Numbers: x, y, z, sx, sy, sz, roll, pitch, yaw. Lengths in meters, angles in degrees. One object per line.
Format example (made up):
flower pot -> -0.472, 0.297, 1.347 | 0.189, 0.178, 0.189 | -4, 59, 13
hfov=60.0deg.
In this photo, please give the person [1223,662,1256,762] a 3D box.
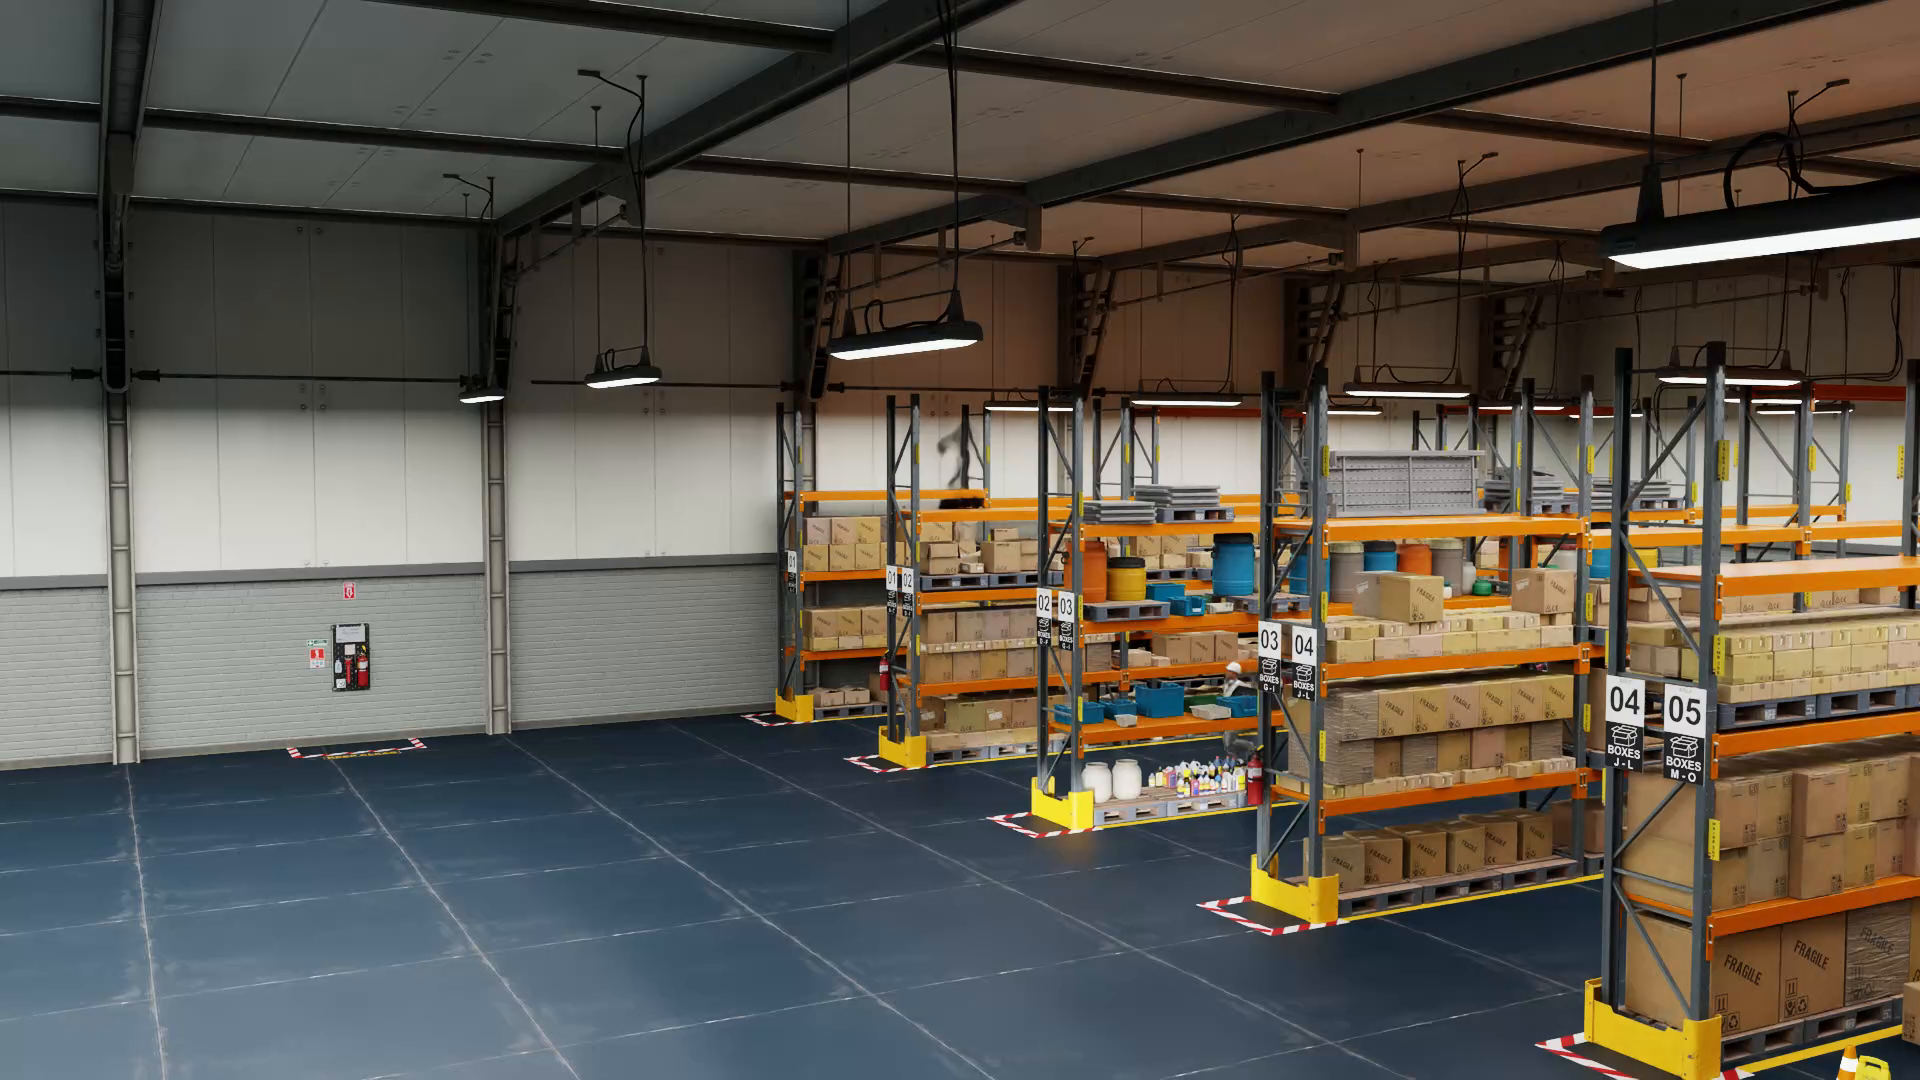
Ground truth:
person -> 4.380, 2.812, 26.401 | 0.653, 1.738, 0.674 | -1, 3, -19
